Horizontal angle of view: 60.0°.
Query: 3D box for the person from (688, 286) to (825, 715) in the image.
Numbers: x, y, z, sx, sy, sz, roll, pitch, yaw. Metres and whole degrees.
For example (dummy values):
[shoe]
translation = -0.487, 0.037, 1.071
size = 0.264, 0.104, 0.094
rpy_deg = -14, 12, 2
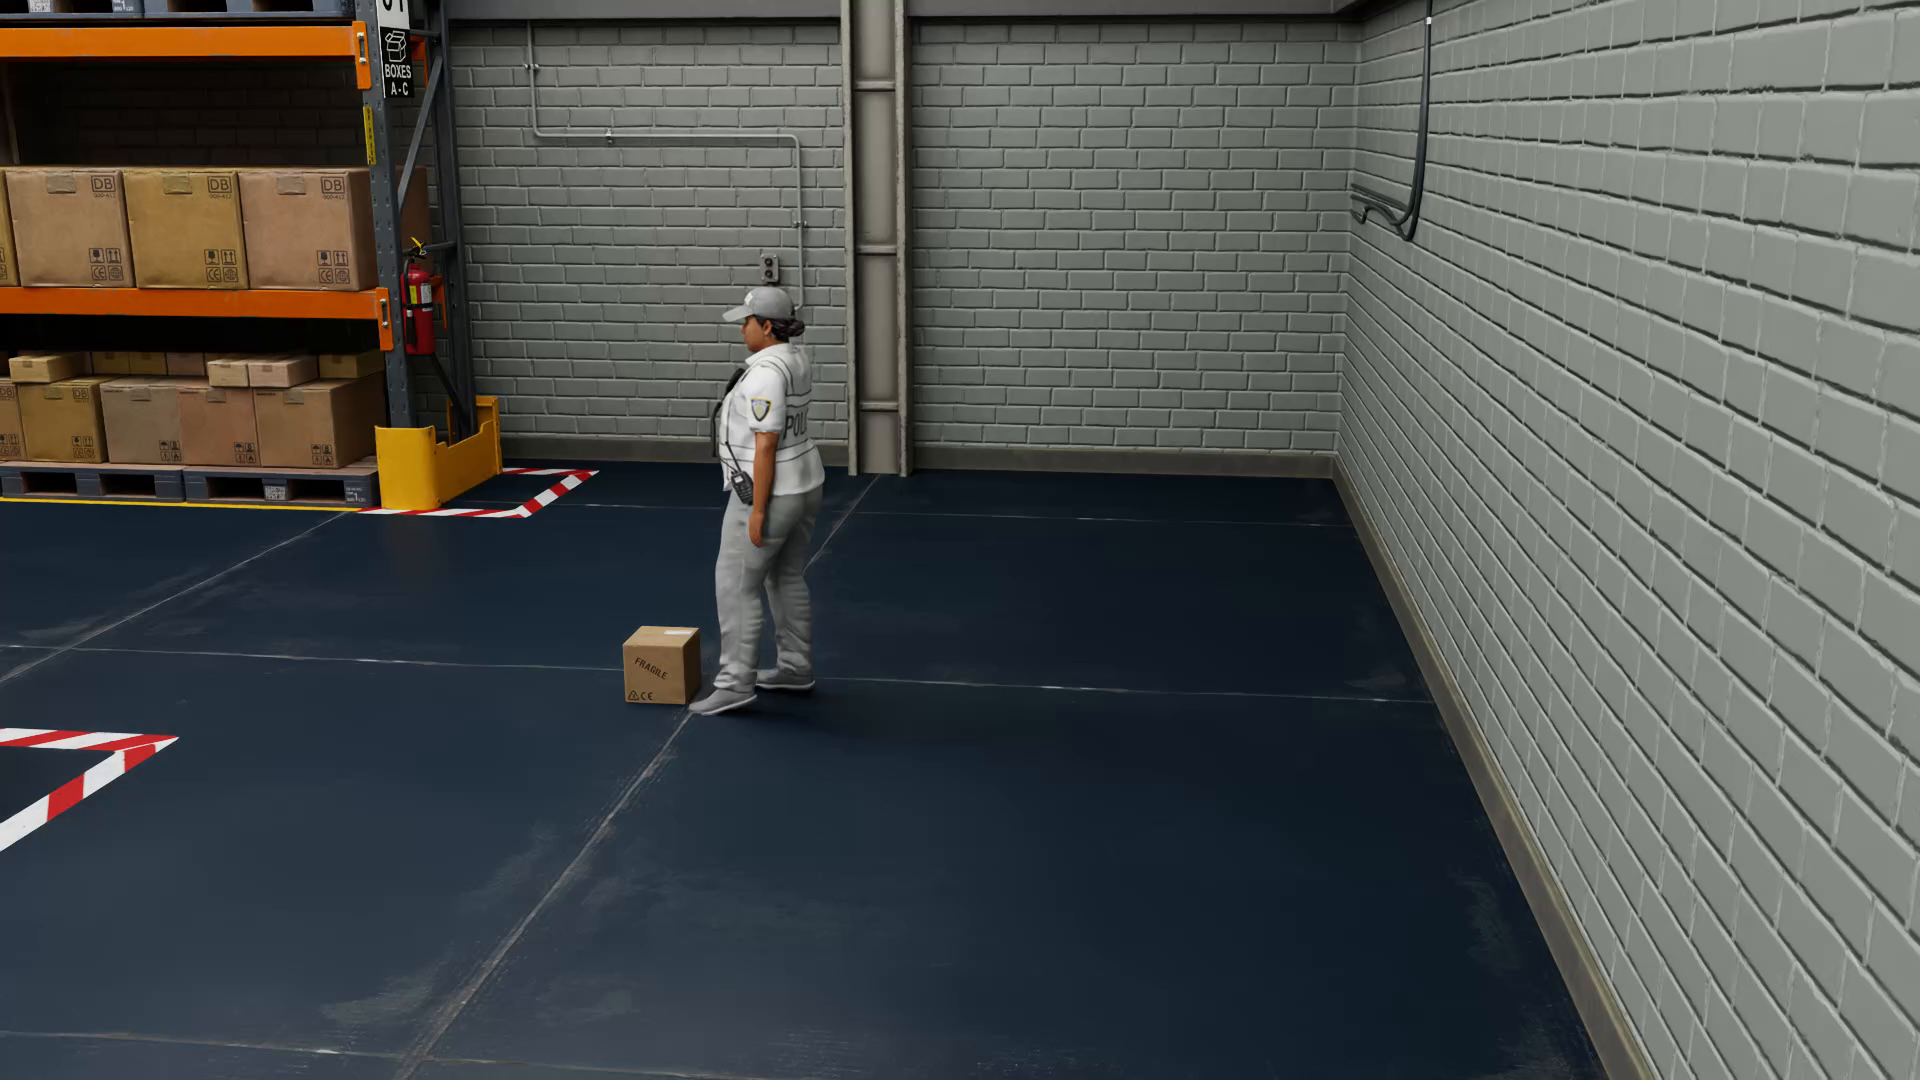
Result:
[person]
translation = -0.800, -0.155, 6.618
size = 0.497, 1.705, 0.521
rpy_deg = 4, 15, 16
